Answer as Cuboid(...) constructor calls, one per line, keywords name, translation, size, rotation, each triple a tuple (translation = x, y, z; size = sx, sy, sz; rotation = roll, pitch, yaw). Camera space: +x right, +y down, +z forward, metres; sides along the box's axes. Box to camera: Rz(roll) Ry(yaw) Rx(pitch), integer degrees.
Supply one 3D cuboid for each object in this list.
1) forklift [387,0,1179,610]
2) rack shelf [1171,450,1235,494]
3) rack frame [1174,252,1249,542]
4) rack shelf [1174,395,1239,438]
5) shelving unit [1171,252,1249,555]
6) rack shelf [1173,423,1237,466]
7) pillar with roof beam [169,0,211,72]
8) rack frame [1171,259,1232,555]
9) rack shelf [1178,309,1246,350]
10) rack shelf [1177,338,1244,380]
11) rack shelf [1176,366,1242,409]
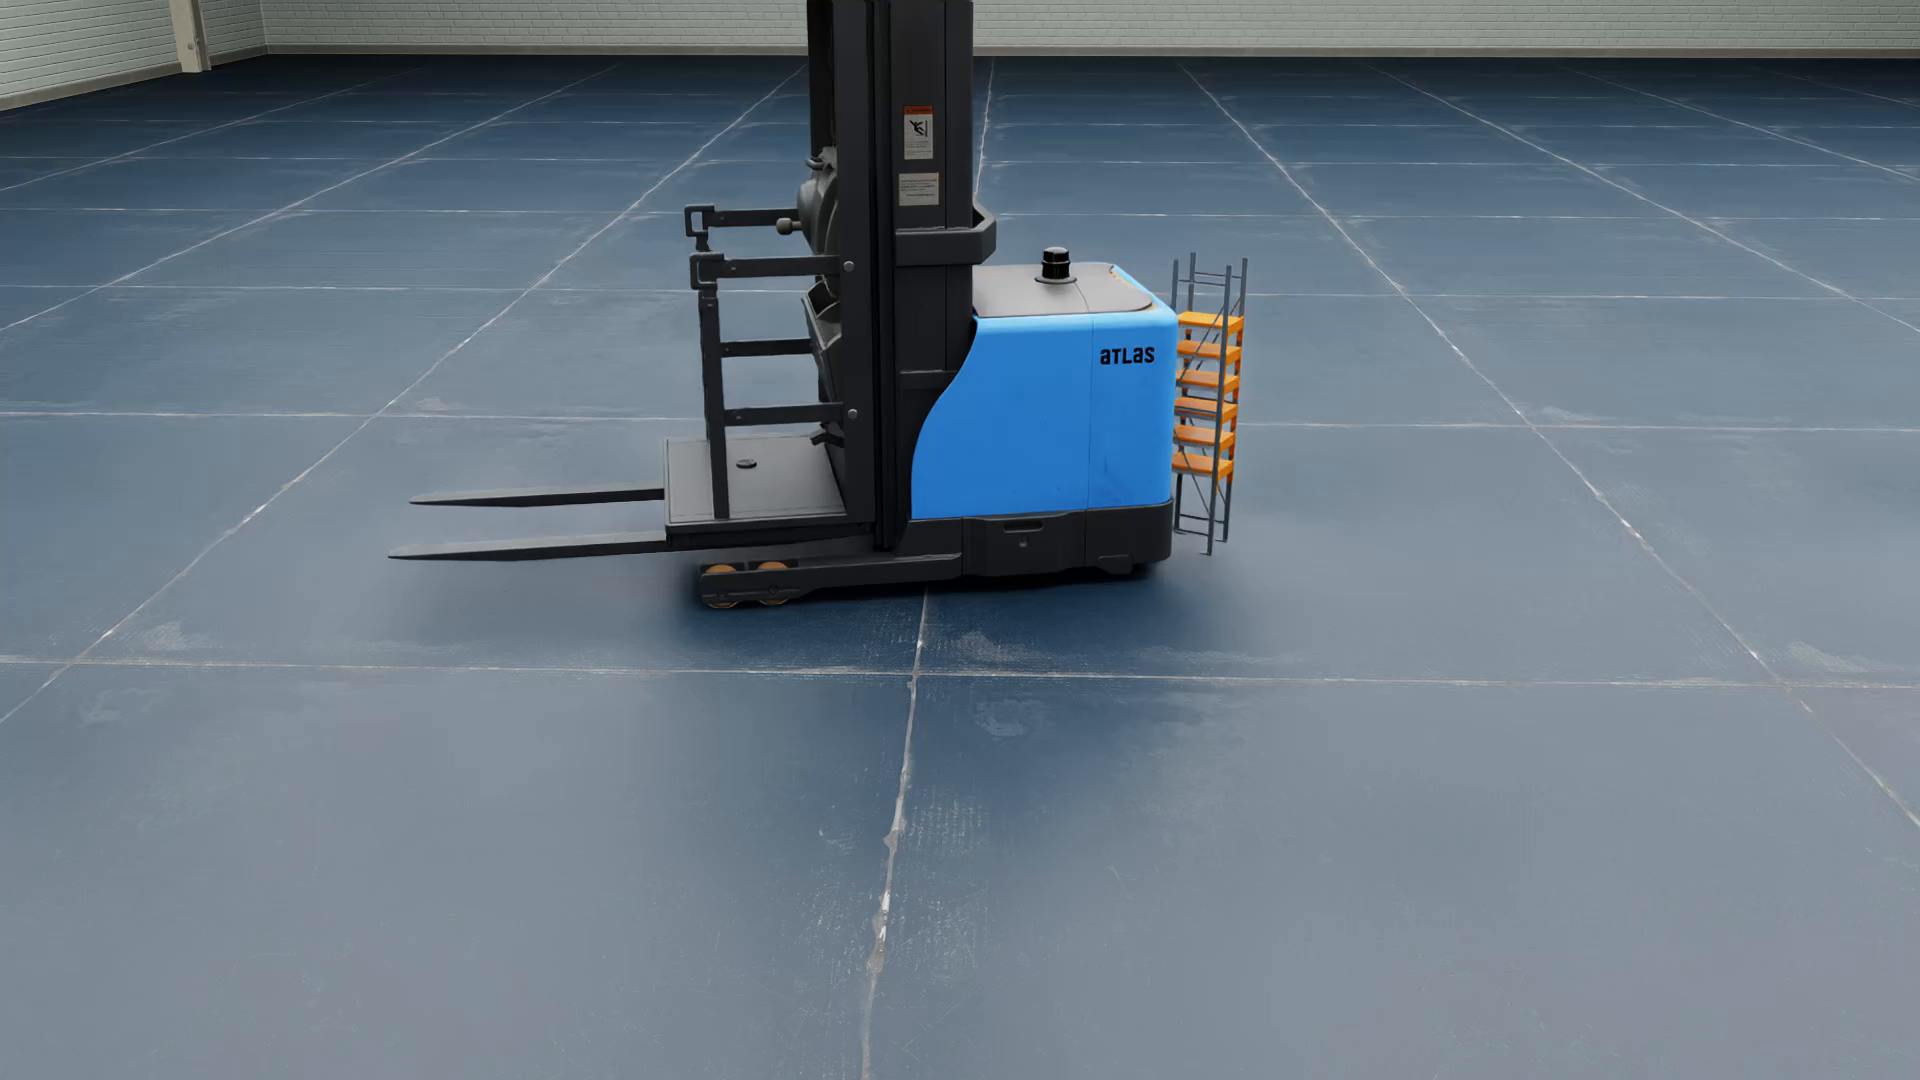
Cuboid(name="forklift", translation=(-0.718, -1.306, 6.344), size=(3.031, 2.935, 1.130), rotation=(-4, 22, -10))
Cuboid(name="rack shelf", translation=(0.982, -0.282, 6.876), size=(0.258, 0.103, 0.180), rotation=(12, 22, 27))
Cuboid(name="rack frame", translation=(1.031, -0.576, 6.854), size=(0.240, 1.200, 0.006), rotation=(12, 22, 27))
Cuboid(name="rack shelf", translation=(0.986, -0.508, 6.794), size=(0.258, 0.103, 0.180), rotation=(12, 22, 27))
Cuboid(name="shelving unit", translation=(0.986, -0.549, 6.779), size=(0.258, 1.200, 0.189), rotation=(12, 22, 27))
Cuboid(name="rack shelf", translation=(0.984, -0.395, 6.835), size=(0.258, 0.103, 0.180), rotation=(12, 22, 27))
Cuboid(name="pillar with roof beam", translation=(-7.523, -11.407, 23.988), size=(9.100, 9.000, 0.400), rotation=(1, 21, 2))
Cuboid(name="rack frame", translation=(0.941, -0.523, 6.704), size=(0.240, 1.200, 0.006), rotation=(12, 22, 27))
Cuboid(name="rack shelf", translation=(0.991, -0.846, 6.672), size=(0.258, 0.103, 0.180), rotation=(12, 22, 27))
Cuboid(name="rack shelf", translation=(0.989, -0.733, 6.712), size=(0.258, 0.103, 0.180), rotation=(12, 22, 27))
Cuboid(name="rack shelf", translation=(0.988, -0.620, 6.753), size=(0.258, 0.103, 0.180), rotation=(12, 22, 27))
